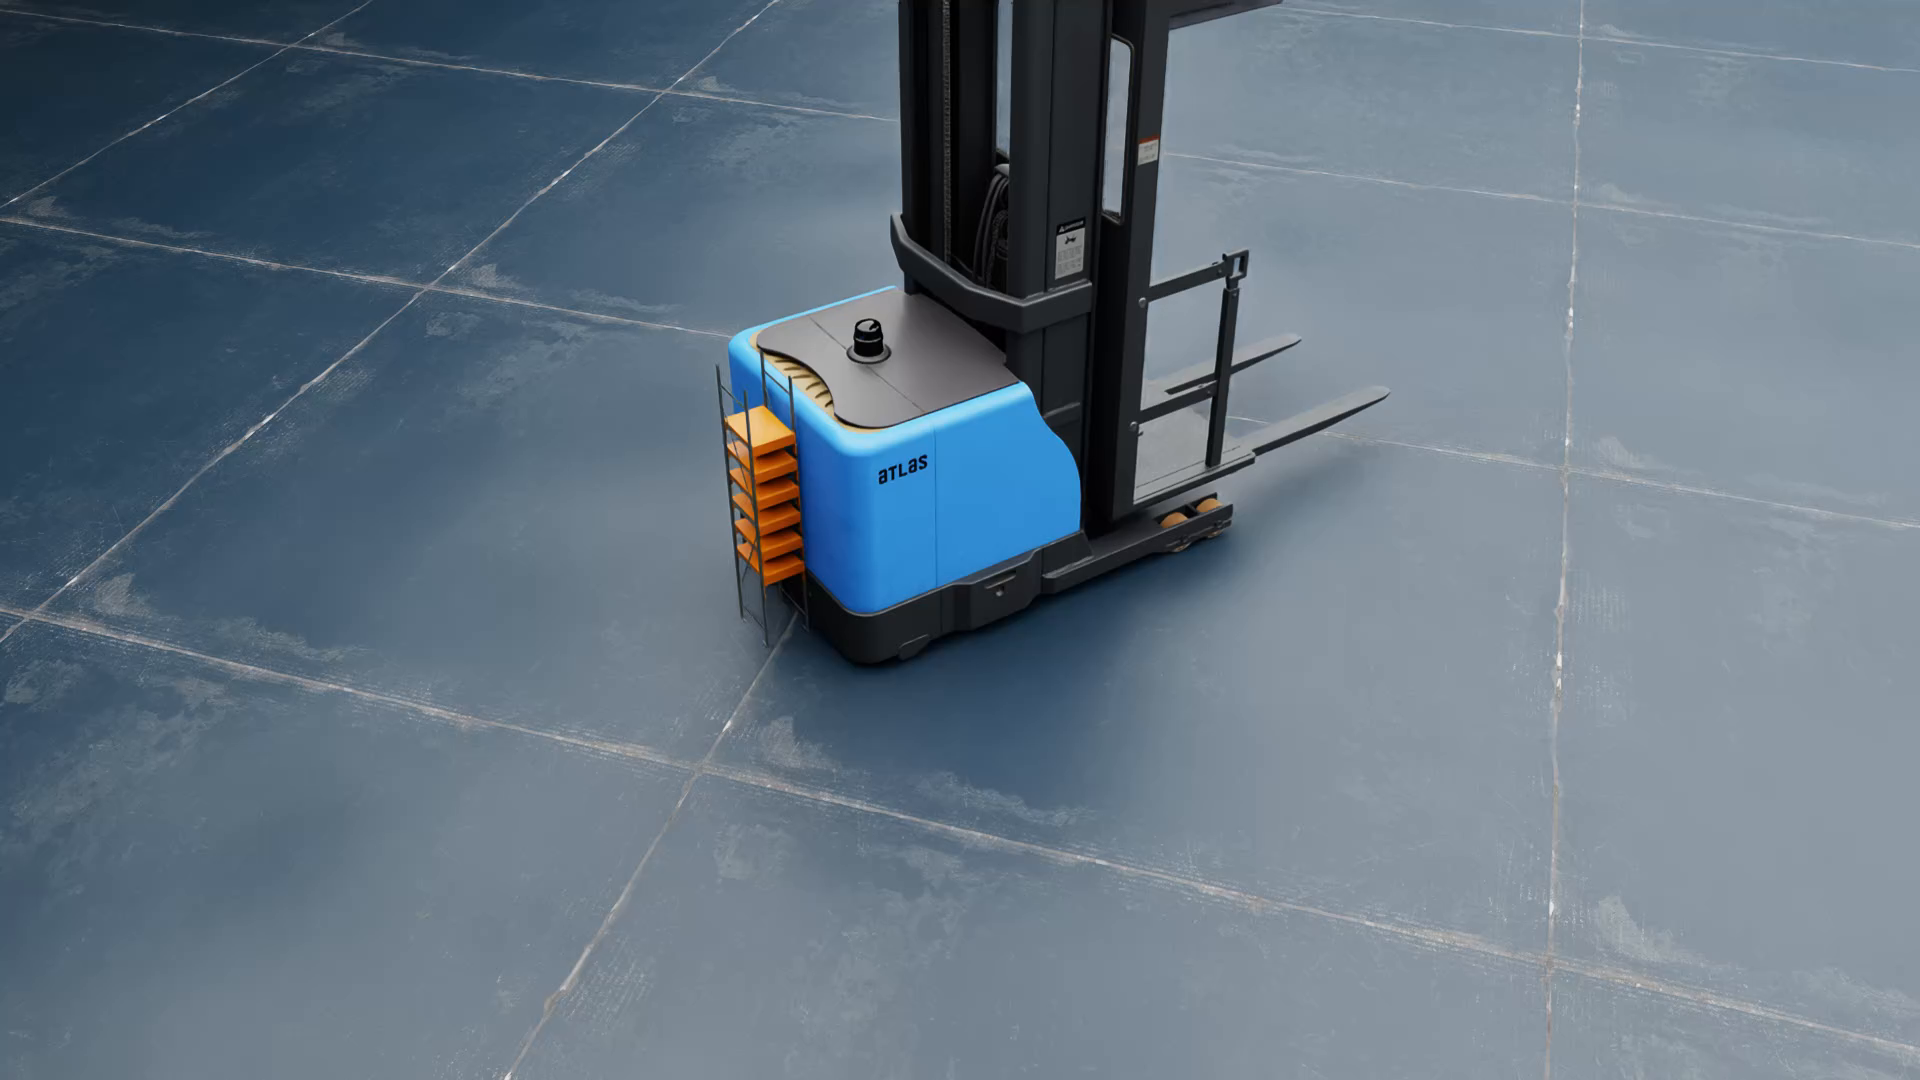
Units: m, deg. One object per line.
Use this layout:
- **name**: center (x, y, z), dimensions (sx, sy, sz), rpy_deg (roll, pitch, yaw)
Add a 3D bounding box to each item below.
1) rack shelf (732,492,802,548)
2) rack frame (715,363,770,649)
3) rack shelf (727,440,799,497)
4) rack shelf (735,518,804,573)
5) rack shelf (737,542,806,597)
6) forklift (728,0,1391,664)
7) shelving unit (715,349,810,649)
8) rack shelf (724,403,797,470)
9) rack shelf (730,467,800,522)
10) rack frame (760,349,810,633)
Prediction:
- **rack shelf**: center (-0.754, -0.101, 6.450), dimensions (0.180, 0.103, 0.258), rpy_deg (-21, 41, -26)
- **rack frame**: center (-0.830, -0.107, 6.383), dimensions (0.006, 1.200, 0.240), rpy_deg (-21, 41, -26)
- **rack shelf**: center (-0.754, -0.294, 6.307), dimensions (0.180, 0.103, 0.258), rpy_deg (-21, 41, -26)
- **rack shelf**: center (-0.754, -0.004, 6.521), dimensions (0.180, 0.103, 0.258), rpy_deg (-21, 41, -26)
- **rack shelf**: center (-0.754, 0.093, 6.592), dimensions (0.180, 0.103, 0.258), rpy_deg (-21, 41, -26)
- **forklift**: center (0.584, -1.370, 6.639), dimensions (3.031, 2.935, 1.130), rpy_deg (-21, 41, -26)
- **shelving unit**: center (-0.754, -0.137, 6.423), dimensions (0.189, 1.200, 0.258), rpy_deg (-21, 41, -26)
- **rack shelf**: center (-0.754, -0.391, 6.236), dimensions (0.180, 0.103, 0.258), rpy_deg (-21, 41, -26)
- **rack shelf**: center (-0.754, -0.197, 6.378), dimensions (0.180, 0.103, 0.258), rpy_deg (-21, 41, -26)
- **rack frame**: center (-0.677, -0.166, 6.464), dimensions (0.006, 1.200, 0.240), rpy_deg (-21, 41, -26)
